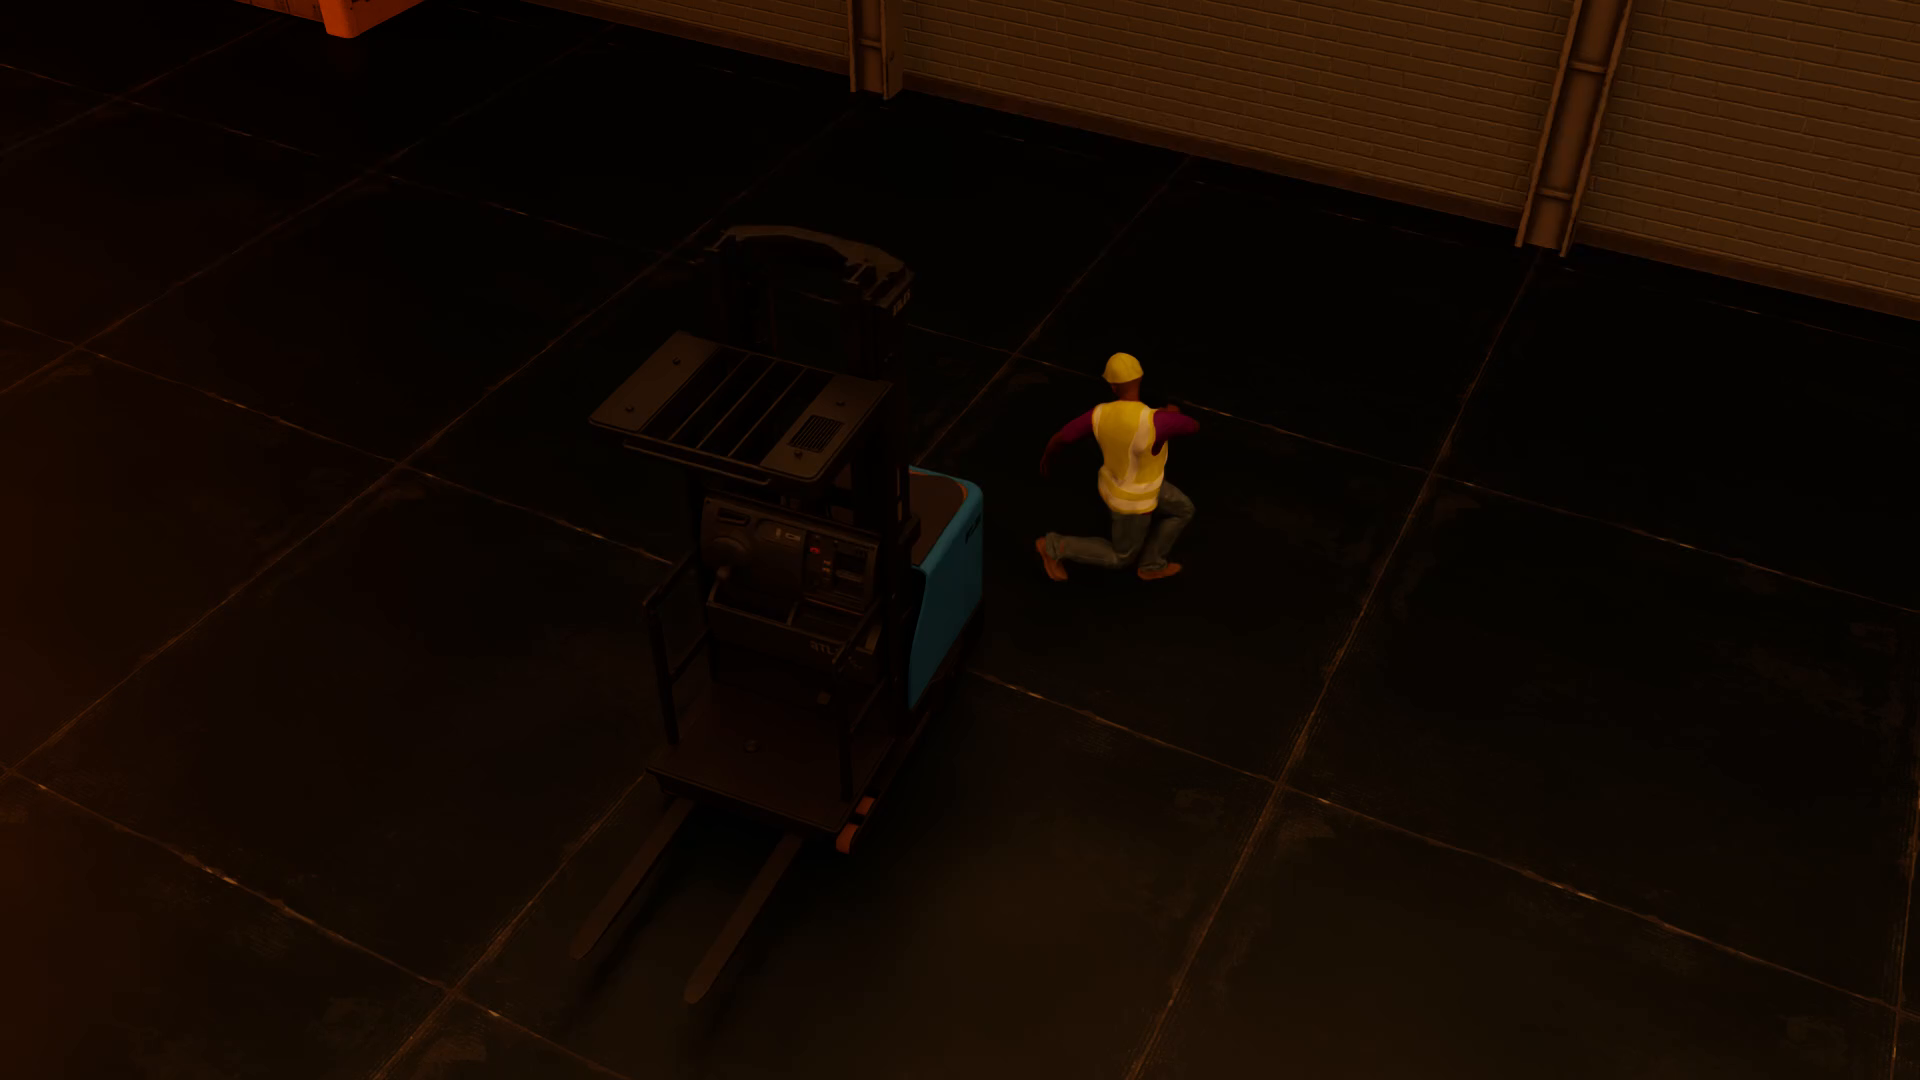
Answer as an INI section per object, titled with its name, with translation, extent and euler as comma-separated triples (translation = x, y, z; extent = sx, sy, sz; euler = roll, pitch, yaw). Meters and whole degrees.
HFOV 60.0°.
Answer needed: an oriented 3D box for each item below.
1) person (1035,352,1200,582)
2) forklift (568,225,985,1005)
[person]
translation = 0.901, -0.395, 9.603
extent = 0.932, 1.529, 0.692
euler = -9, 41, -11
[forklift]
translation = -0.904, 0.149, 7.810
extent = 1.130, 2.935, 3.031
euler = 15, 42, 17
